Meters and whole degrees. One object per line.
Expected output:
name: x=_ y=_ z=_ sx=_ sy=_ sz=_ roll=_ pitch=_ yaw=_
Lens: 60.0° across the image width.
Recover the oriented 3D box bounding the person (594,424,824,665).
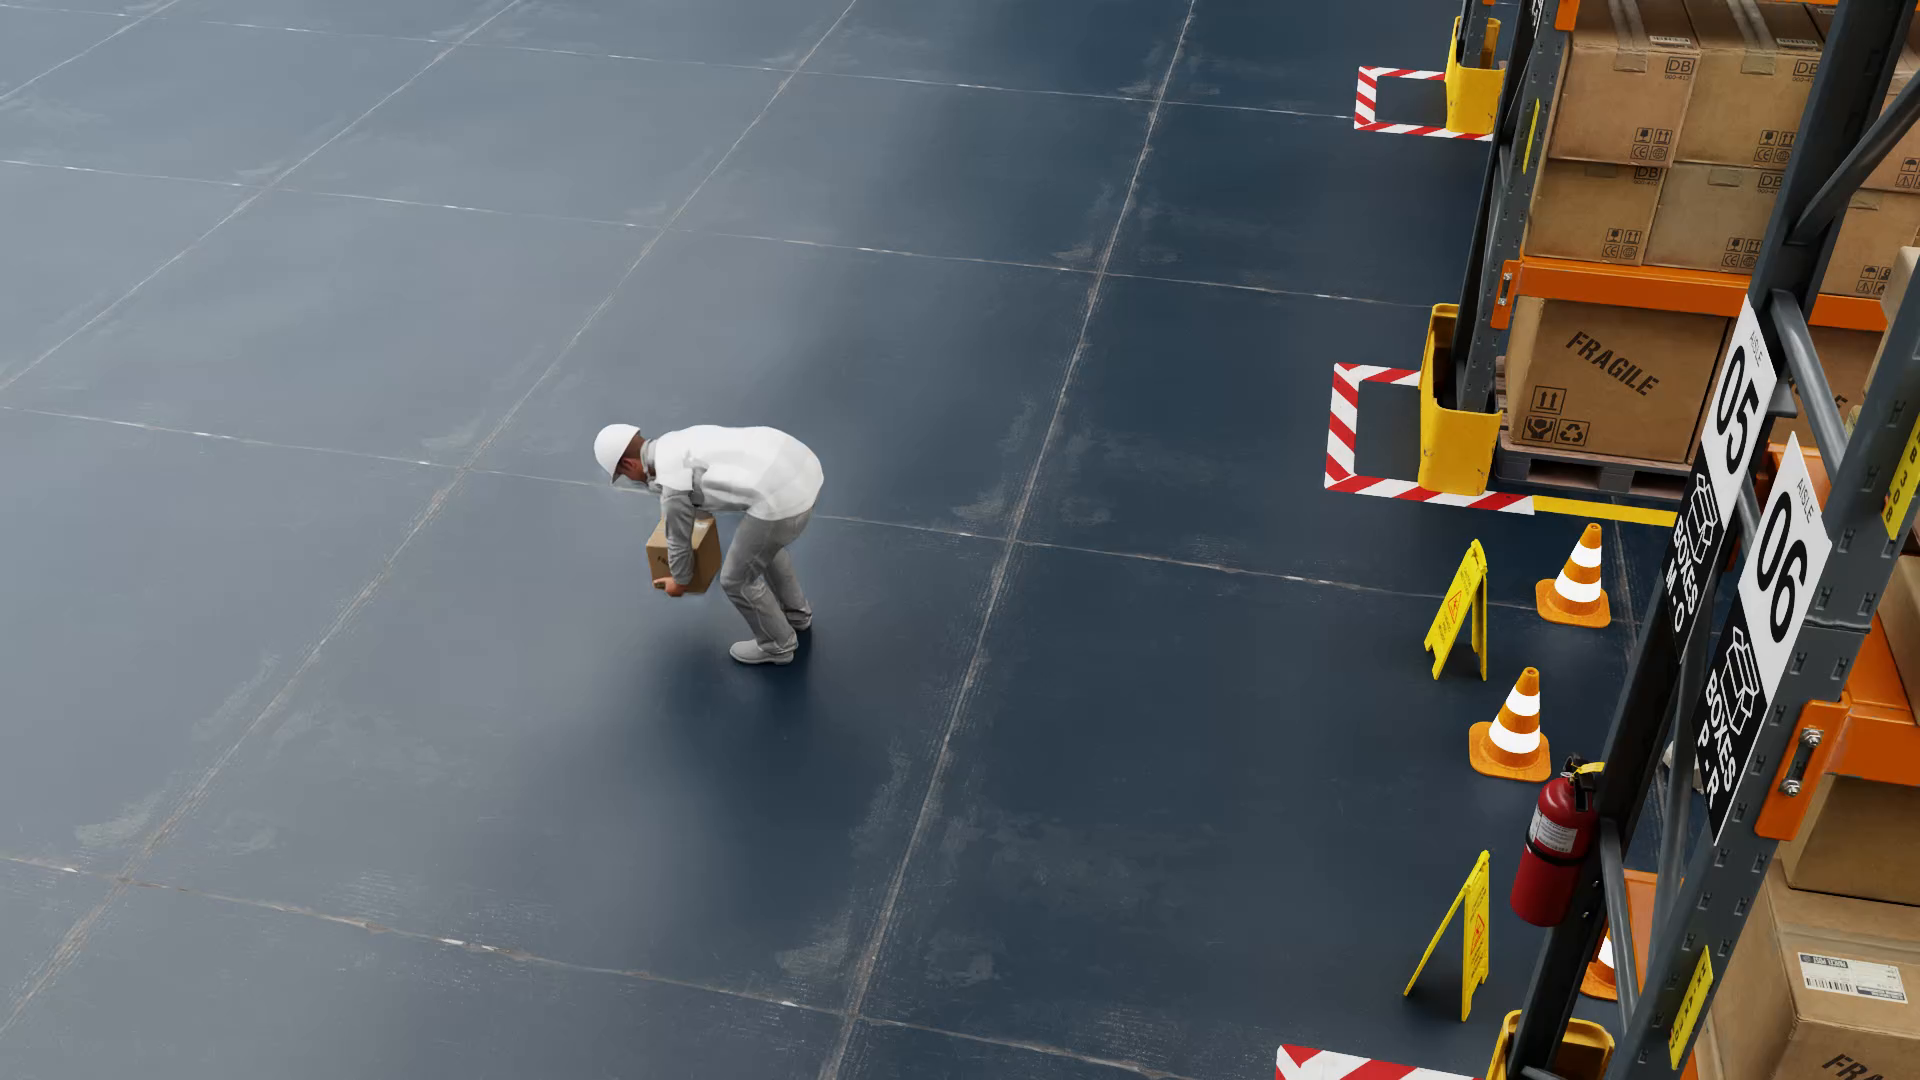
person: x=-1.110 y=-0.010 z=7.506 sx=1.008 sy=1.123 sz=0.466 roll=6 pitch=37 yaw=8
